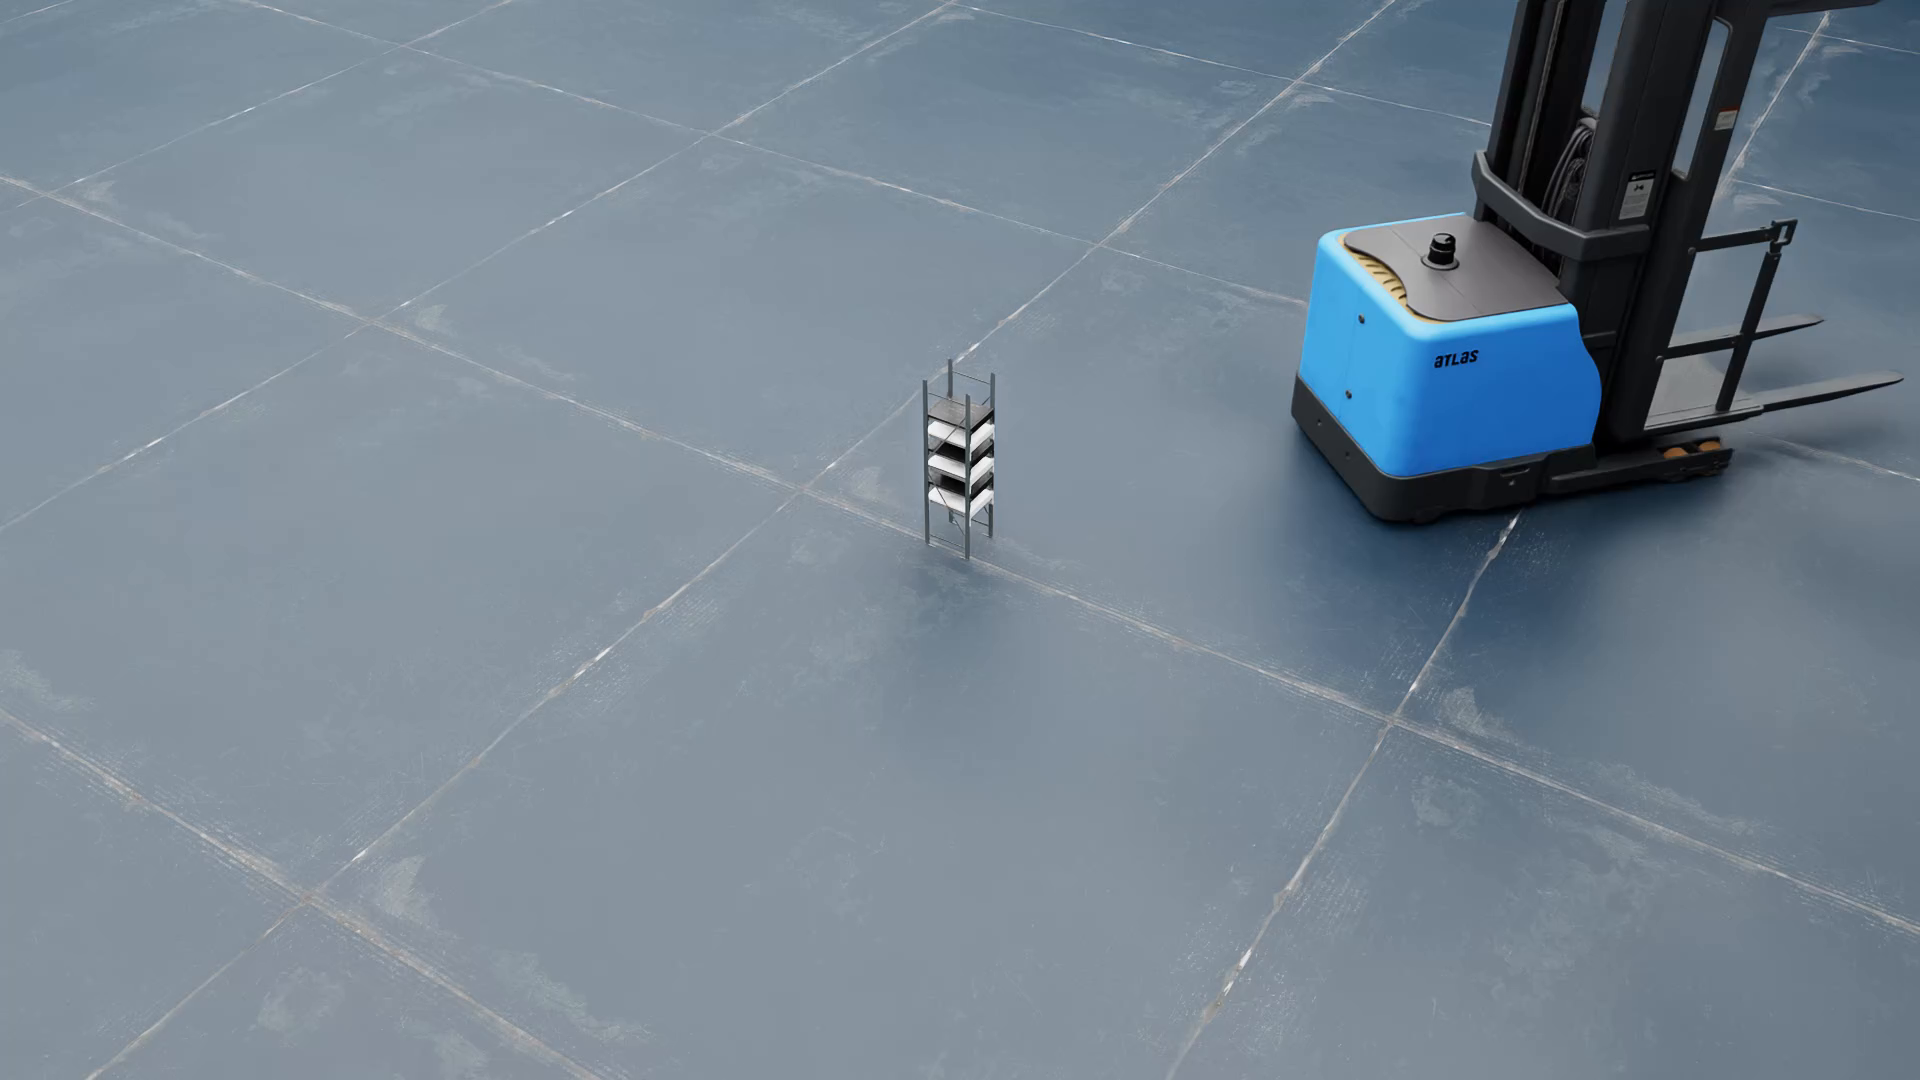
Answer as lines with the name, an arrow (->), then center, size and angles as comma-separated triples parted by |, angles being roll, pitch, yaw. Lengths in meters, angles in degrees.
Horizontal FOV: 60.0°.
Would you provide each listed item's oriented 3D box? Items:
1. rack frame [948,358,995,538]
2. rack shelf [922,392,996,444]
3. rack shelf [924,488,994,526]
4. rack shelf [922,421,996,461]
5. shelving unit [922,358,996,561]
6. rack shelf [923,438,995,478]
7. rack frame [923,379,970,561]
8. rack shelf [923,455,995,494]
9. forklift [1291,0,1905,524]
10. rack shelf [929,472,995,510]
rack frame -> 0.050, -0.405, 7.538 | 0.240, 0.900, 0.006 | 21, 42, 25
rack shelf -> -0.004, -0.540, 7.325 | 0.258, 0.077, 0.200 | 21, 42, 25
rack shelf -> -0.004, -0.183, 7.600 | 0.258, 0.077, 0.200 | 21, 42, 25
rack shelf -> -0.004, -0.468, 7.380 | 0.258, 0.077, 0.200 | 21, 42, 25
shelving unit -> -0.004, -0.352, 7.470 | 0.258, 0.900, 0.210 | 21, 42, 25
rack shelf -> -0.004, -0.397, 7.435 | 0.258, 0.077, 0.200 | 21, 42, 25
rack frame -> -0.059, -0.300, 7.402 | 0.240, 0.900, 0.006 | 21, 42, 25
rack shelf -> -0.004, -0.326, 7.490 | 0.258, 0.077, 0.200 | 21, 42, 25
forklift -> 3.260, -1.745, 7.612 | 3.031, 2.935, 1.130 | -10, 39, -13
rack shelf -> -0.004, -0.255, 7.545 | 0.258, 0.077, 0.200 | 21, 42, 25
